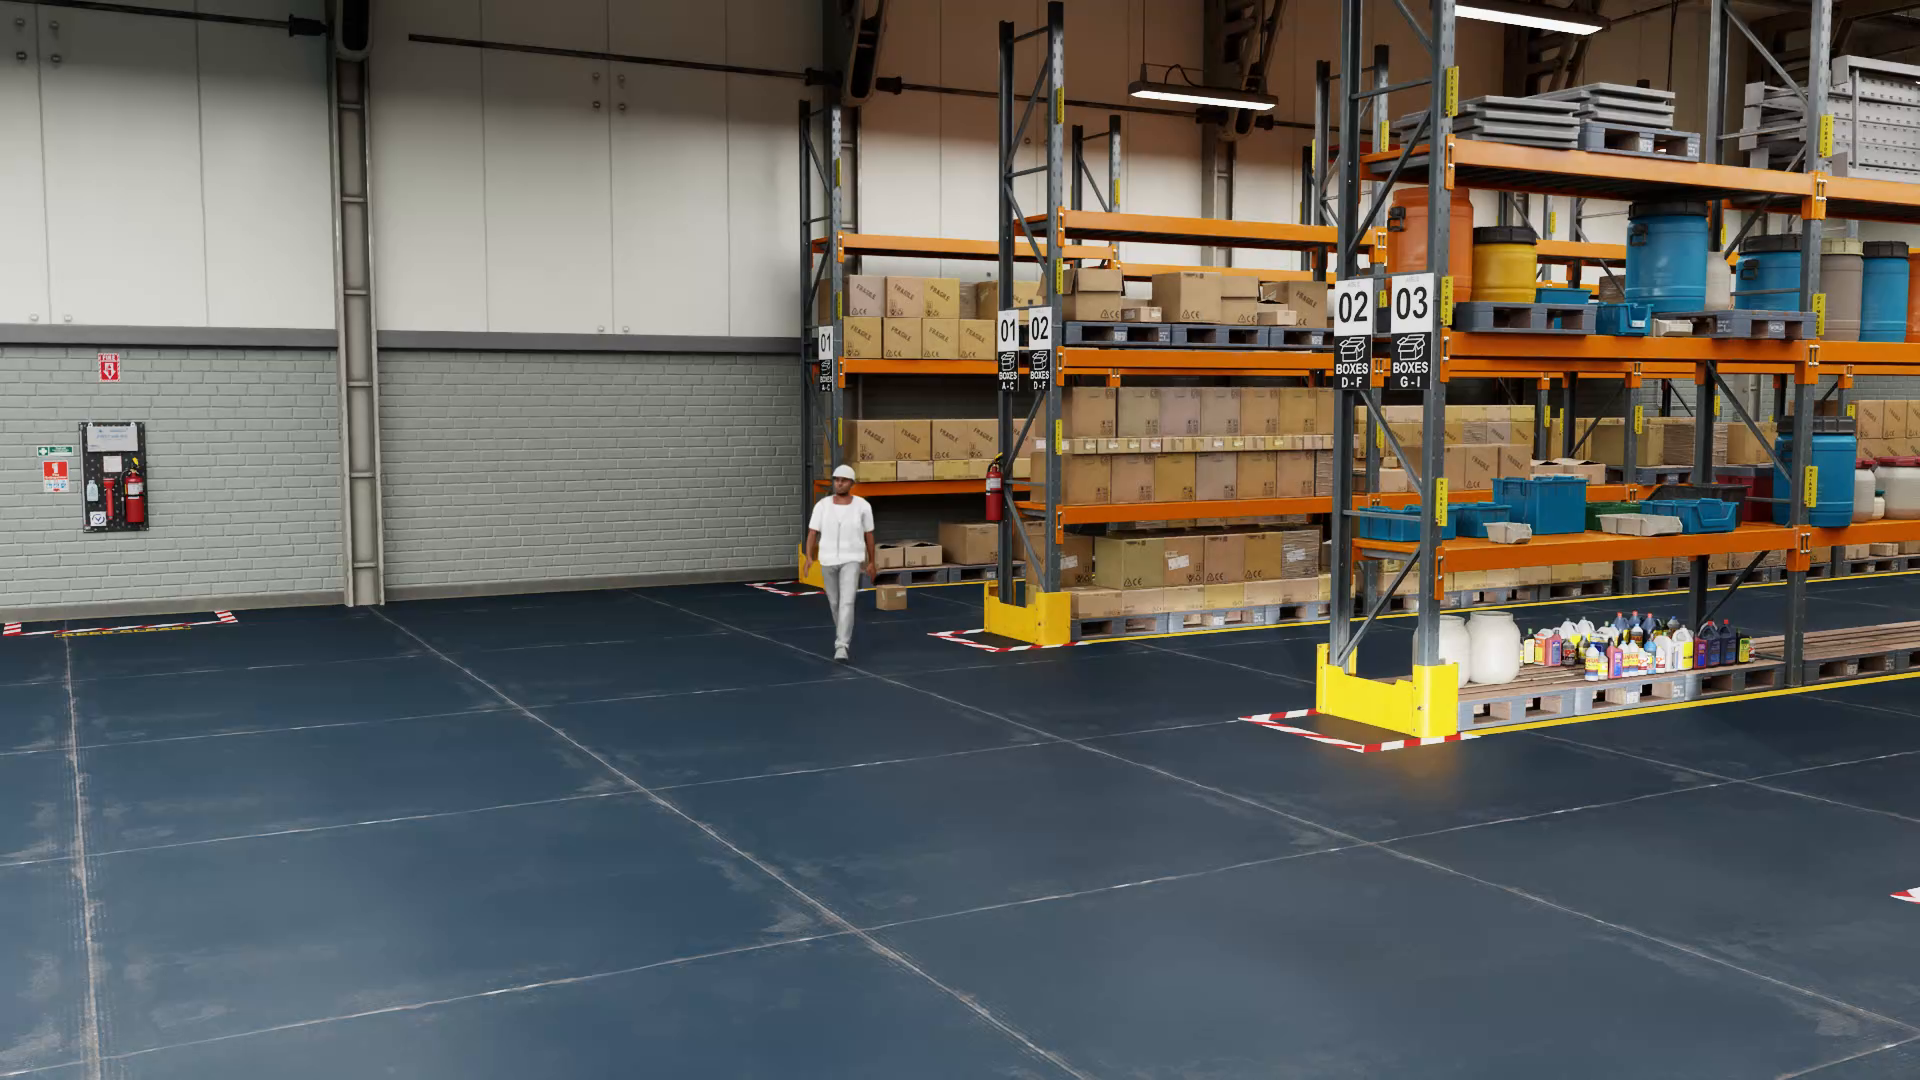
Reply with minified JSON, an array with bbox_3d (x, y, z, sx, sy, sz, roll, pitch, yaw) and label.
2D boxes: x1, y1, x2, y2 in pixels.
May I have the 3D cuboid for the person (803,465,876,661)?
[{"bbox_3d":[-1.088,0.190,14.958,0.601,1.722,1.032,1,5,9],"label":"person"}]
